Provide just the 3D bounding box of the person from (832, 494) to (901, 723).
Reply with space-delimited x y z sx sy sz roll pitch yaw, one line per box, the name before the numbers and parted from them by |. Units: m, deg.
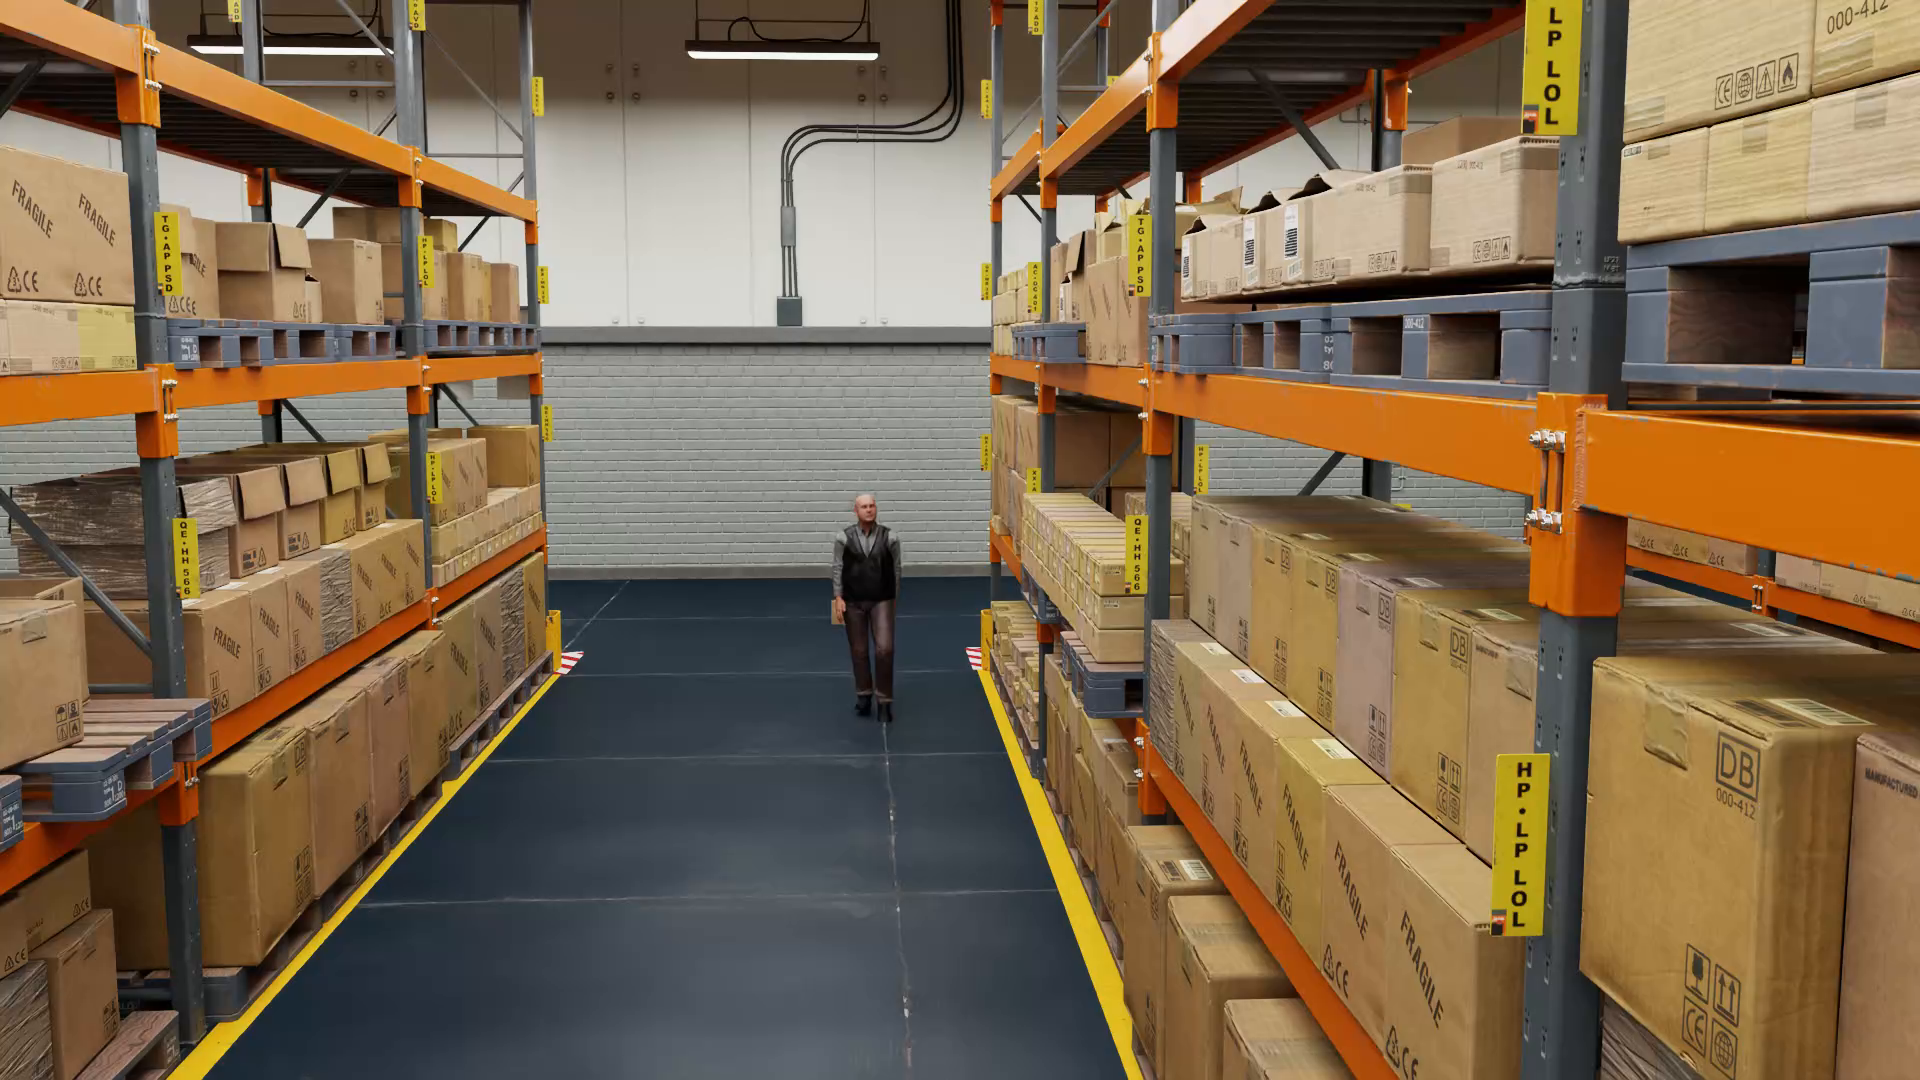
person | -0.728 0.542 12.956 0.538 1.788 0.580 0 7 -1
